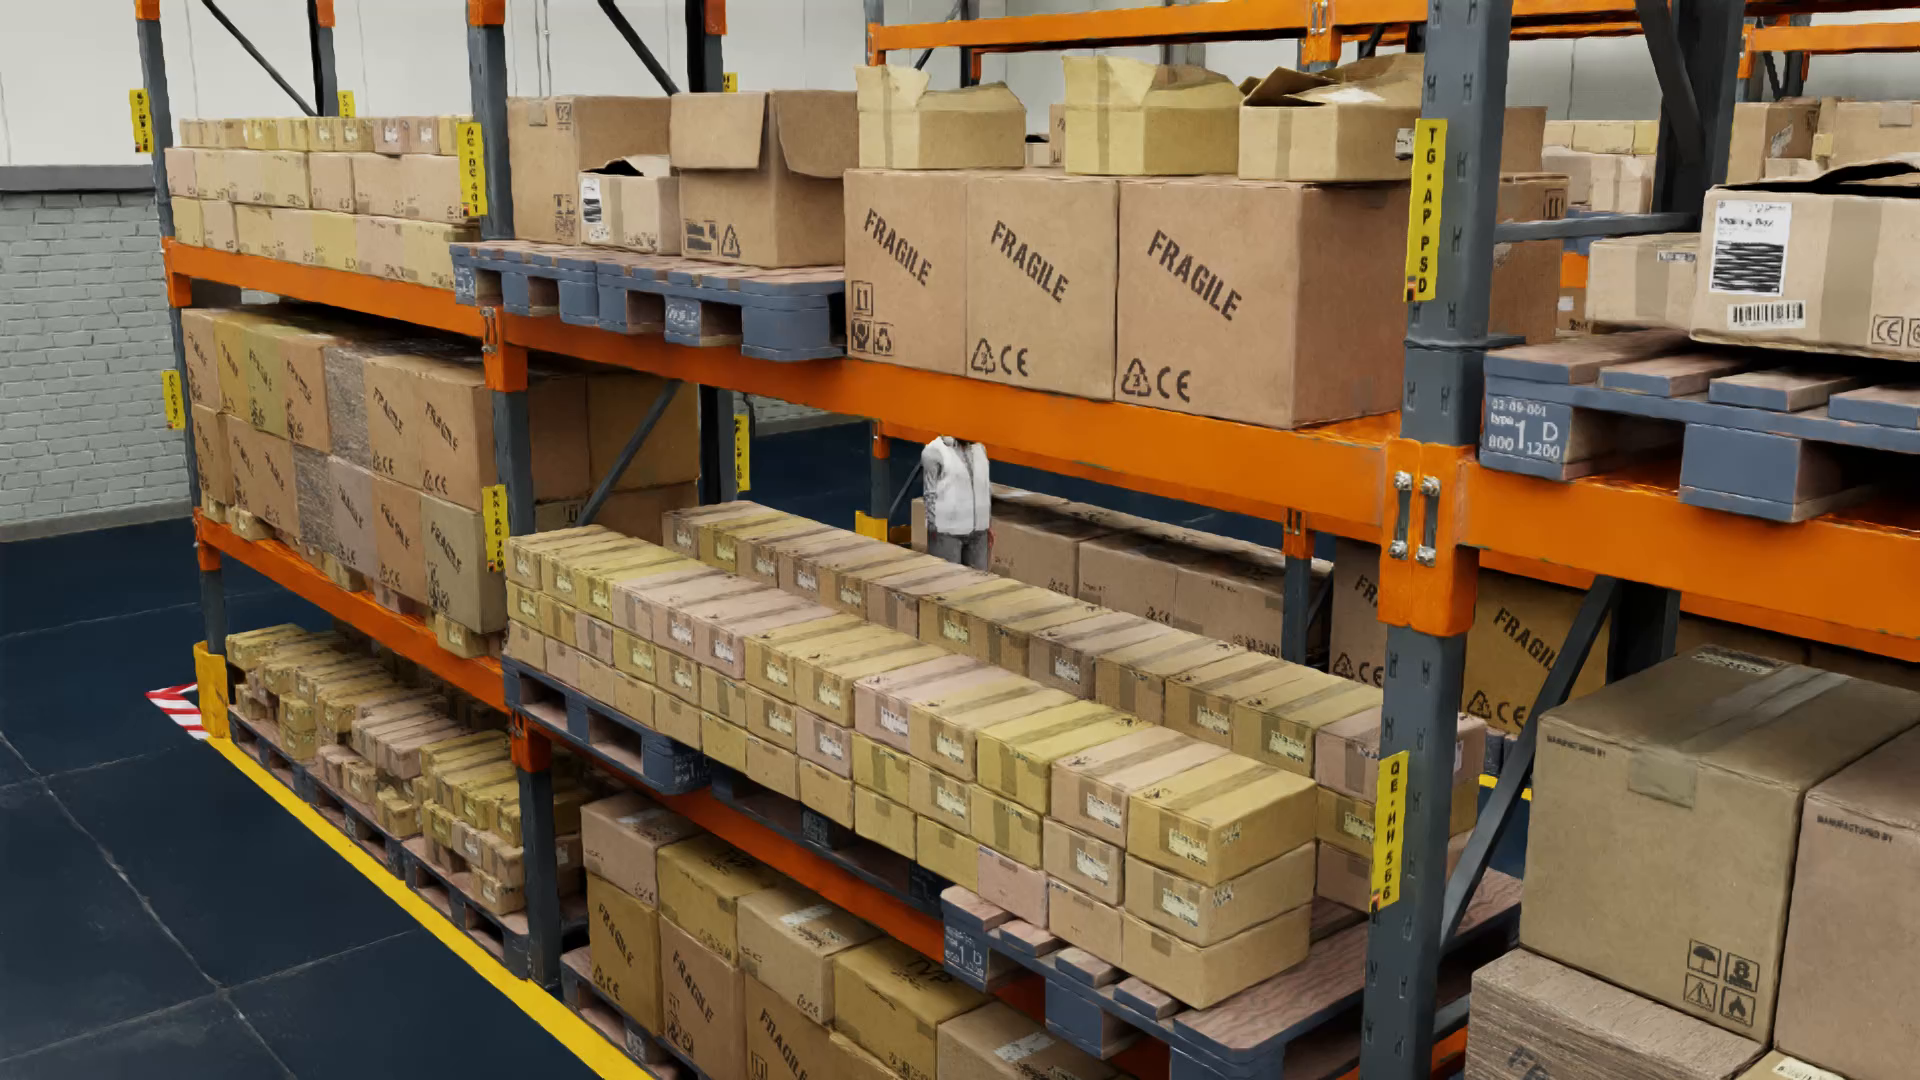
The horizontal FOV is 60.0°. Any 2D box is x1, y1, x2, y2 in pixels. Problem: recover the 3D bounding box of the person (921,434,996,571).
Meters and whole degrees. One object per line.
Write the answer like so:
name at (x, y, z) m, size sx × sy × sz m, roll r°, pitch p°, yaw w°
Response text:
person at (-0.001, -0.074, 10.766) m, size 0.533 × 1.765 × 0.358 m, roll -12°, pitch 18°, yaw -39°
